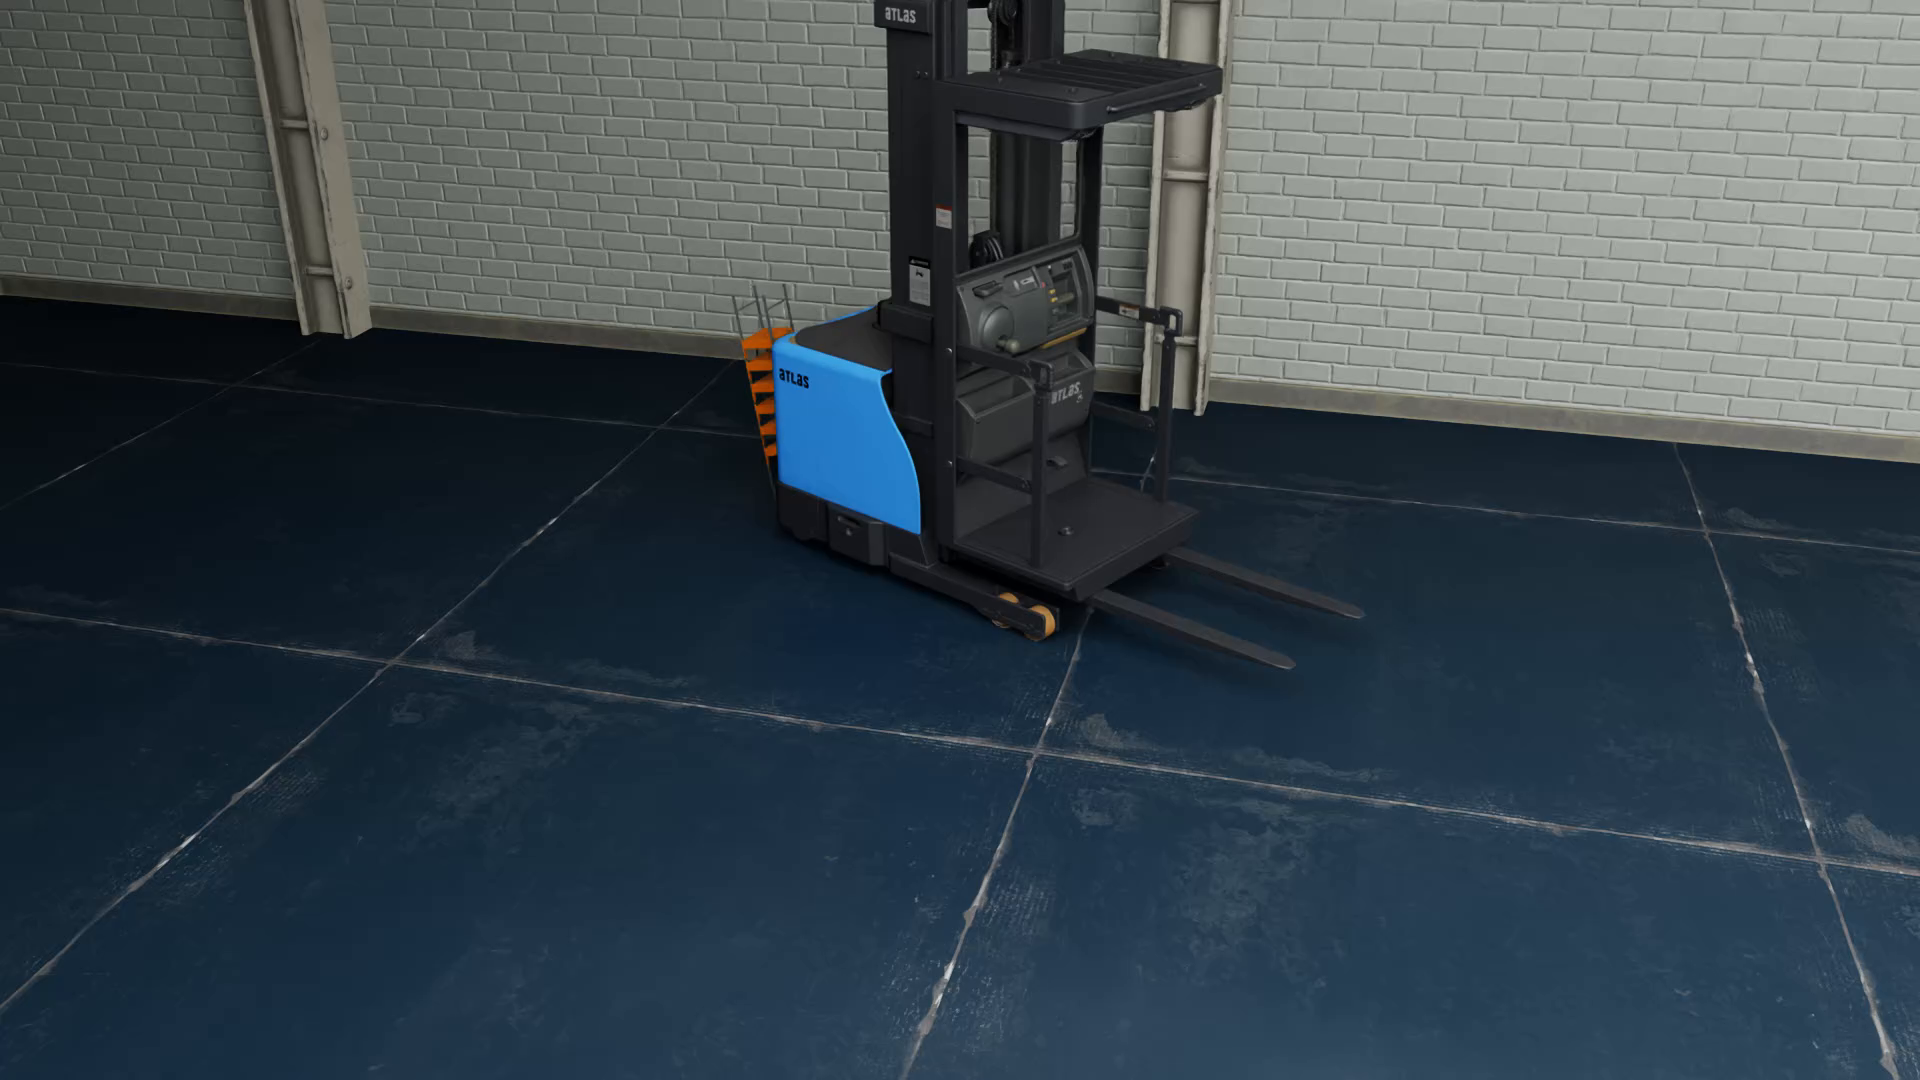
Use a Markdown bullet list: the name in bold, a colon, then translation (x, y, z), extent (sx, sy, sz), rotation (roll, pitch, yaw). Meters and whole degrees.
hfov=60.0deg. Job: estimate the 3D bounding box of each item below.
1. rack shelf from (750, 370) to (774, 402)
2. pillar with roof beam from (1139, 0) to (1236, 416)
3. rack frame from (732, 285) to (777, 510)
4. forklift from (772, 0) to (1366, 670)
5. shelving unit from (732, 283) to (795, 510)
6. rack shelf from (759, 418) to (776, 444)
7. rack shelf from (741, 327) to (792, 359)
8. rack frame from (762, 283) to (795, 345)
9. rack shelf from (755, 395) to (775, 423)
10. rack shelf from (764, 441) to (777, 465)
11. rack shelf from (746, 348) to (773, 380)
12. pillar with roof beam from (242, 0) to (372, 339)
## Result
- **rack shelf**: translation (-0.975, -0.829, 8.905), extent (0.180, 0.103, 0.258), rotation (1, 24, 25)
- **pillar with roof beam**: translation (0.287, -3.131, 4.857), extent (0.400, 9.000, 9.100), rotation (6, 26, 13)
- **rack frame**: translation (-1.047, -0.761, 8.971), extent (0.006, 1.200, 0.240), rotation (1, 24, 25)
- **forklift**: translation (0.477, -1.106, 7.664), extent (3.031, 2.935, 1.130), rotation (20, 32, 36)
- **shelving unit**: translation (-0.964, -0.760, 8.932), extent (0.189, 1.200, 0.258), rotation (1, 24, 25)
- **rack shelf**: translation (-0.938, -0.609, 8.992), extent (0.180, 0.103, 0.258), rotation (1, 24, 25)
- **rack shelf**: translation (-1.012, -1.050, 8.817), extent (0.180, 0.103, 0.258), rotation (1, 24, 25)
- **rack frame**: translation (-0.881, -0.758, 8.893), extent (0.006, 1.200, 0.240), rotation (1, 24, 25)
- **rack shelf**: translation (-0.957, -0.719, 8.948), extent (0.180, 0.103, 0.258), rotation (1, 24, 25)
- **rack shelf**: translation (-0.920, -0.499, 9.036), extent (0.180, 0.103, 0.258), rotation (1, 24, 25)
- **rack shelf**: translation (-0.994, -0.939, 8.861), extent (0.180, 0.103, 0.258), rotation (1, 24, 25)
- **pillar with roof beam**: translation (-5.524, -3.773, 6.207), extent (0.400, 9.000, 9.100), rotation (6, 26, 13)
